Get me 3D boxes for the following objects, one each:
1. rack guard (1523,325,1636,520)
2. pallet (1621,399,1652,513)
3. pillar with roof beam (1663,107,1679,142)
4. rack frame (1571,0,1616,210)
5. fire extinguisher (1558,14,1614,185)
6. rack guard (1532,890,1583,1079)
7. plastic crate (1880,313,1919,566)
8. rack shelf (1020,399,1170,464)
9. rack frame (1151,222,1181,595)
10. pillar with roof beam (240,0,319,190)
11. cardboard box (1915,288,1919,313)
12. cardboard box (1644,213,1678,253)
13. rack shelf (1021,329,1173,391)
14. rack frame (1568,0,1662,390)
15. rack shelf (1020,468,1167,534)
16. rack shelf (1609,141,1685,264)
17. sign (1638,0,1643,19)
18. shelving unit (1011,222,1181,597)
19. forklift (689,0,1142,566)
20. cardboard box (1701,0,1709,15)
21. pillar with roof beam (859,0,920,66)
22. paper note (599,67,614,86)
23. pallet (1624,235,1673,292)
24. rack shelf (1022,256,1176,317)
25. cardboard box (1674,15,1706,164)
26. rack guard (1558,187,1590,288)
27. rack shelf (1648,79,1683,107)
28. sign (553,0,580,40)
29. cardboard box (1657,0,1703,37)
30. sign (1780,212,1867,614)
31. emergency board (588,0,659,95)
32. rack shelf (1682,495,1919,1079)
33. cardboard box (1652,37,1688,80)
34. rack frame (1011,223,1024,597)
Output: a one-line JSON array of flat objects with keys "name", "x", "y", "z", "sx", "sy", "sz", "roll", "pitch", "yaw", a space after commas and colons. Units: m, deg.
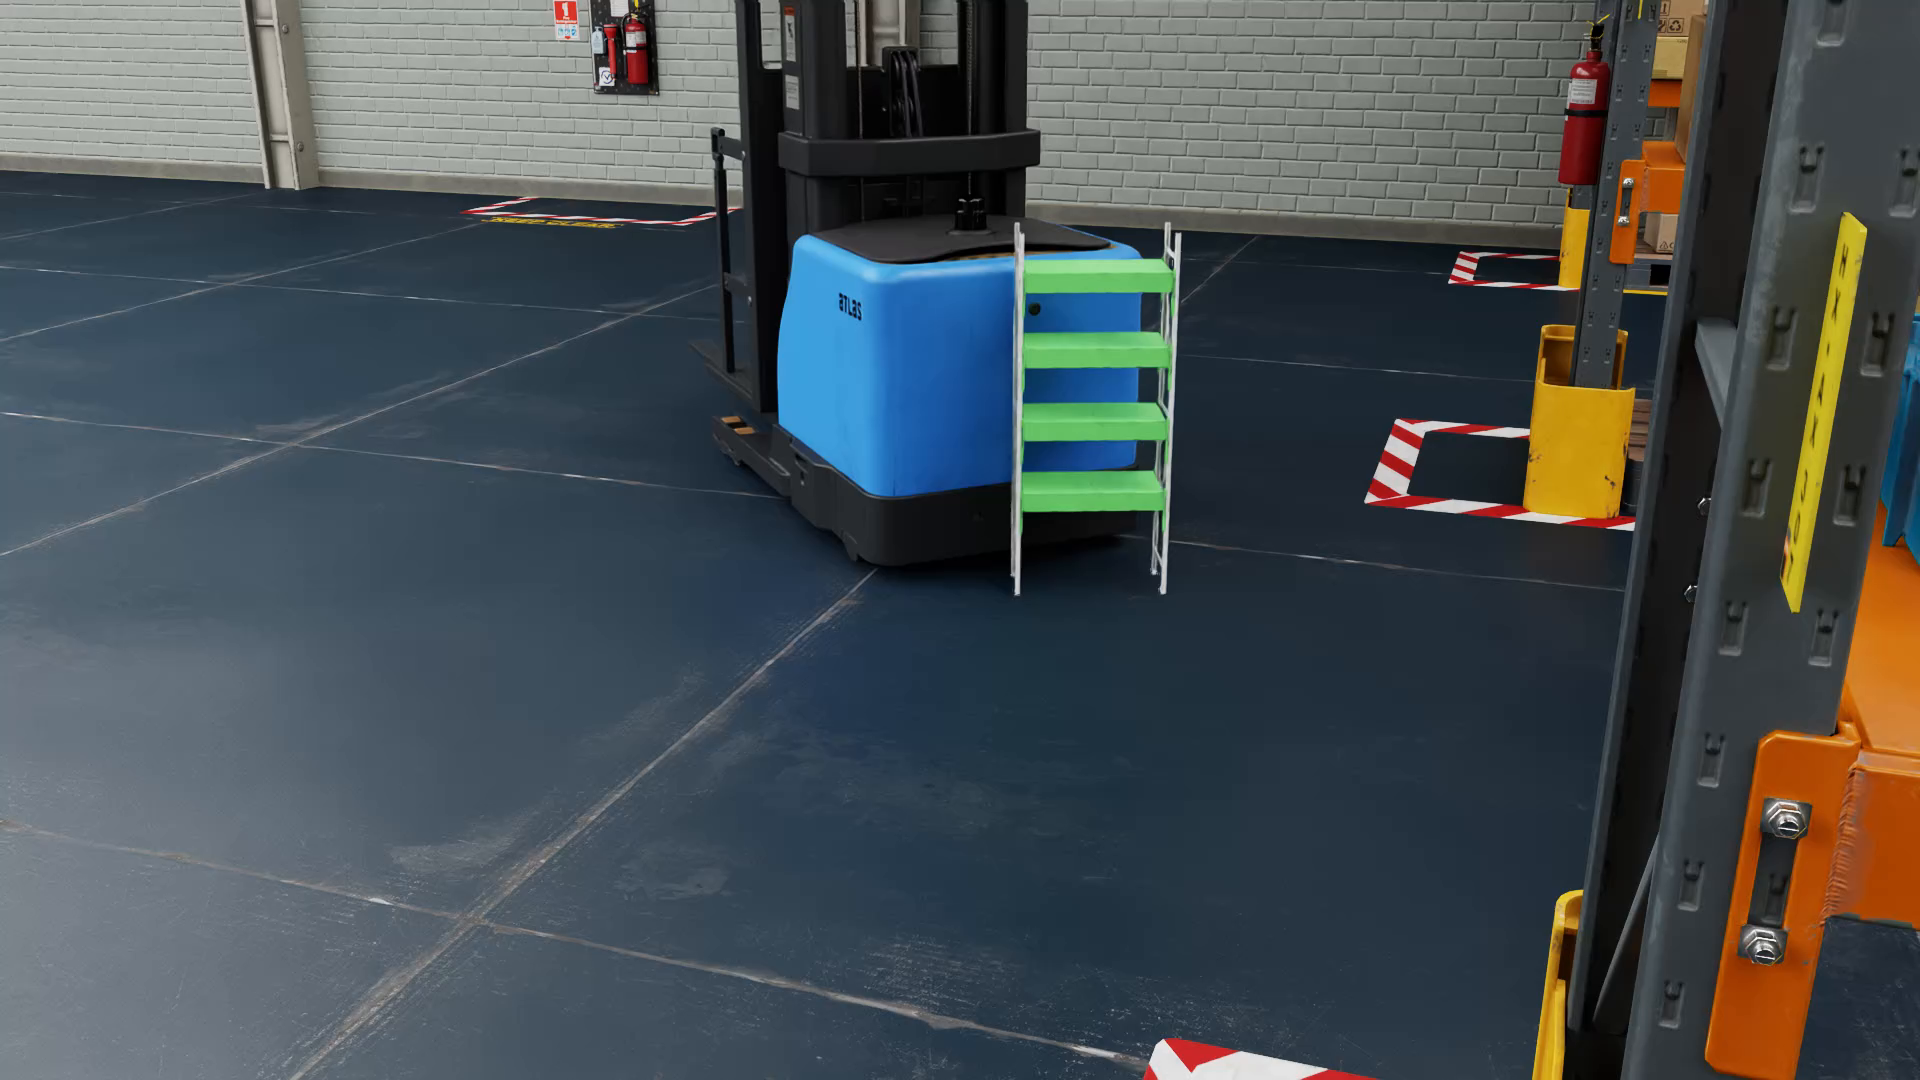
[{"name": "rack guard", "x": 2.516, "y": -0.507, "z": 6.773, "sx": 0.348, "sy": 0.500, "sz": 1.175, "roll": 7, "pitch": 20, "yaw": 18}, {"name": "pallet", "x": 3.275, "y": -0.299, "z": 6.613, "sx": 1.213, "sy": 0.211, "sz": 1.003, "roll": 7, "pitch": 20, "yaw": 18}, {"name": "pillar with roof beam", "x": 3.693, "y": -4.914, "z": 6.501, "sx": 0.400, "sy": 9.000, "sz": 9.100, "roll": 7, "pitch": 20, "yaw": 18}, {"name": "rack frame", "x": 4.161, "y": -3.226, "z": 10.773, "sx": 0.127, "sy": 3.000, "sz": 1.000, "roll": 7, "pitch": 20, "yaw": 18}, {"name": "fire extinguisher", "x": 2.580, "y": -1.806, "z": 6.817, "sx": 0.183, "sy": 0.674, "sz": 0.296, "roll": 7, "pitch": 20, "yaw": 18}, {"name": "rack guard", "x": 0.997, "y": 1.028, "z": 2.366, "sx": 0.348, "sy": 0.500, "sz": 1.175, "roll": 7, "pitch": 20, "yaw": 18}, {"name": "plastic crate", "x": 1.481, "y": -0.114, "z": 2.073, "sx": 0.616, "sy": 0.251, "sz": 0.499, "roll": 7, "pitch": 20, "yaw": 18}, {"name": "rack shelf", "x": 0.432, "y": -0.360, "z": 5.480, "sx": 0.480, "sy": 0.148, "sz": 0.258, "roll": -1, "pitch": 19, "yaw": -2}, {"name": "rack frame", "x": 0.675, "y": -0.423, "z": 5.466, "sx": 0.015, "sy": 1.200, "sz": 0.240, "roll": -1, "pitch": 19, "yaw": -2}, {"name": "pillar with roof beam", "x": -7.642, "y": -6.210, "z": 10.219, "sx": 0.400, "sy": 9.000, "sz": 9.100, "roll": 7, "pitch": 20, "yaw": 18}, {"name": "cardboard box", "x": 3.445, "y": -0.759, "z": 6.096, "sx": 0.500, "sy": 0.500, "sz": 0.500, "roll": 7, "pitch": 20, "yaw": 18}, {"name": "cardboard box", "x": 4.785, "y": -2.061, "z": 10.849, "sx": 0.500, "sy": 0.311, "sz": 0.500, "roll": 4, "pitch": 20, "yaw": 12}, {"name": "rack shelf", "x": 0.432, "y": -0.586, "z": 5.401, "sx": 0.480, "sy": 0.148, "sz": 0.258, "roll": -1, "pitch": 19, "yaw": -2}, {"name": "rack frame", "x": 2.539, "y": -1.685, "z": 6.354, "sx": 0.127, "sy": 3.000, "sz": 1.000, "roll": 7, "pitch": 20, "yaw": 18}, {"name": "rack shelf", "x": 0.432, "y": -0.133, "z": 5.559, "sx": 0.480, "sy": 0.148, "sz": 0.258, "roll": -1, "pitch": 19, "yaw": -2}, {"name": "rack shelf", "x": 4.428, "y": -1.130, "z": 5.852, "sx": 4.000, "sy": 0.370, "sz": 1.077, "roll": 7, "pitch": 20, "yaw": 18}, {"name": "sign", "x": 2.351, "y": -1.960, "z": 5.705, "sx": 0.005, "sy": 0.325, "sz": 0.100, "roll": 7, "pitch": 20, "yaw": 18}, {"name": "shelving unit", "x": 0.432, "y": -0.420, "z": 5.459, "sx": 0.503, "sy": 1.200, "sz": 0.258, "roll": -1, "pitch": 19, "yaw": -2}, {"name": "forklift", "x": -0.415, "y": -1.742, "z": 6.621, "sx": 1.130, "sy": 2.935, "sz": 3.031, "roll": -8, "pitch": 21, "yaw": -22}, {"name": "cardboard box", "x": 2.962, "y": -2.057, "z": 6.282, "sx": 0.250, "sy": 0.149, "sz": 0.380, "roll": 6, "pitch": 20, "yaw": 17}, {"name": "pillar with roof beam", "x": -1.974, "y": -5.562, "z": 8.360, "sx": 0.400, "sy": 9.000, "sz": 9.100, "roll": 7, "pitch": 20, "yaw": 18}, {"name": "paper note", "x": -3.028, "y": -3.971, "z": 14.249, "sx": 0.142, "sy": 0.148, "sz": 0.016, "roll": 7, "pitch": 20, "yaw": 18}, {"name": "pallet", "x": 4.989, "y": -1.802, "z": 10.926, "sx": 1.213, "sy": 0.211, "sz": 1.003, "roll": 7, "pitch": 20, "yaw": 18}, {"name": "rack shelf", "x": 0.432, "y": -0.813, "z": 5.322, "sx": 0.480, "sy": 0.148, "sz": 0.258, "roll": -1, "pitch": 19, "yaw": -2}, {"name": "cardboard box", "x": 2.976, "y": -1.678, "z": 6.181, "sx": 0.500, "sy": 0.500, "sz": 0.700, "roll": 7, "pitch": 20, "yaw": 18}, {"name": "rack guard", "x": 4.233, "y": -2.037, "z": 11.161, "sx": 0.348, "sy": 0.500, "sz": 1.175, "roll": 7, "pitch": 20, "yaw": 18}, {"name": "rack shelf", "x": 6.050, "y": -2.670, "z": 10.272, "sx": 4.000, "sy": 0.370, "sz": 1.077, "roll": 7, "pitch": 20, "yaw": 18}, {"name": "sign", "x": -3.372, "y": -4.455, "z": 14.245, "sx": 0.234, "sy": 0.329, "sz": 0.001, "roll": 7, "pitch": 20, "yaw": 18}, {"name": "cardboard box", "x": 4.513, "y": -3.374, "z": 10.255, "sx": 0.500, "sy": 0.500, "sz": 0.500, "roll": 7, "pitch": 20, "yaw": 18}, {"name": "sign", "x": 0.725, "y": -0.106, "z": 1.402, "sx": 0.005, "sy": 0.325, "sz": 0.100, "roll": 7, "pitch": 20, "yaw": 18}, {"name": "emergency board", "x": -2.883, "y": -4.346, "z": 13.987, "sx": 0.643, "sy": 1.169, "sz": 0.194, "roll": 7, "pitch": 20, "yaw": 18}, {"name": "rack shelf", "x": 2.799, "y": 0.410, "z": 1.435, "sx": 4.000, "sy": 0.370, "sz": 1.077, "roll": 7, "pitch": 20, "yaw": 18}, {"name": "cardboard box", "x": 4.518, "y": -3.013, "z": 10.360, "sx": 0.500, "sy": 0.250, "sz": 0.500, "roll": 6, "pitch": 20, "yaw": 16}, {"name": "rack frame", "x": 0.188, "y": -0.418, "z": 5.451, "sx": 0.015, "sy": 1.200, "sz": 0.240, "roll": -1, "pitch": 19, "yaw": -2}]
